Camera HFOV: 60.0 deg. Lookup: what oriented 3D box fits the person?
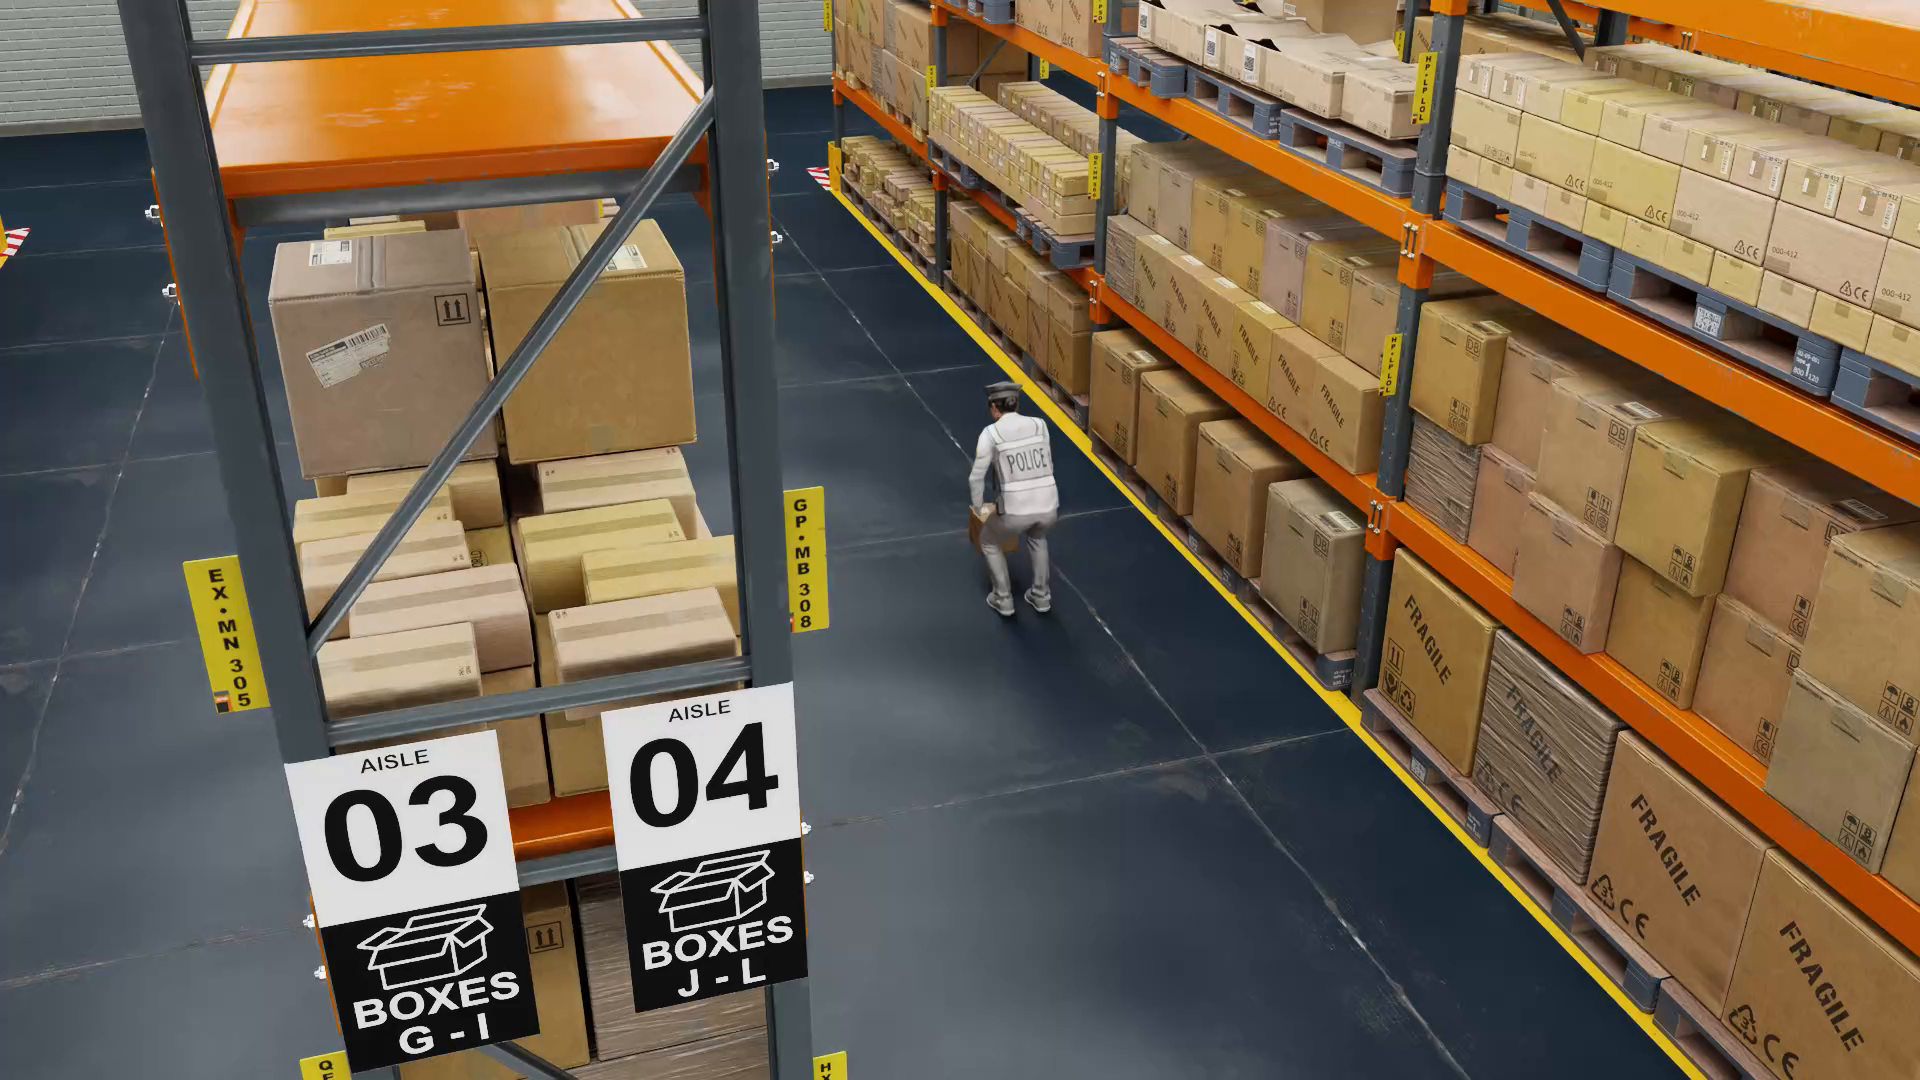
[{"bbox_3d":[0.322,-0.237,10.097,0.534,1.430,0.673,-8,28,-16],"label":"person"}]
